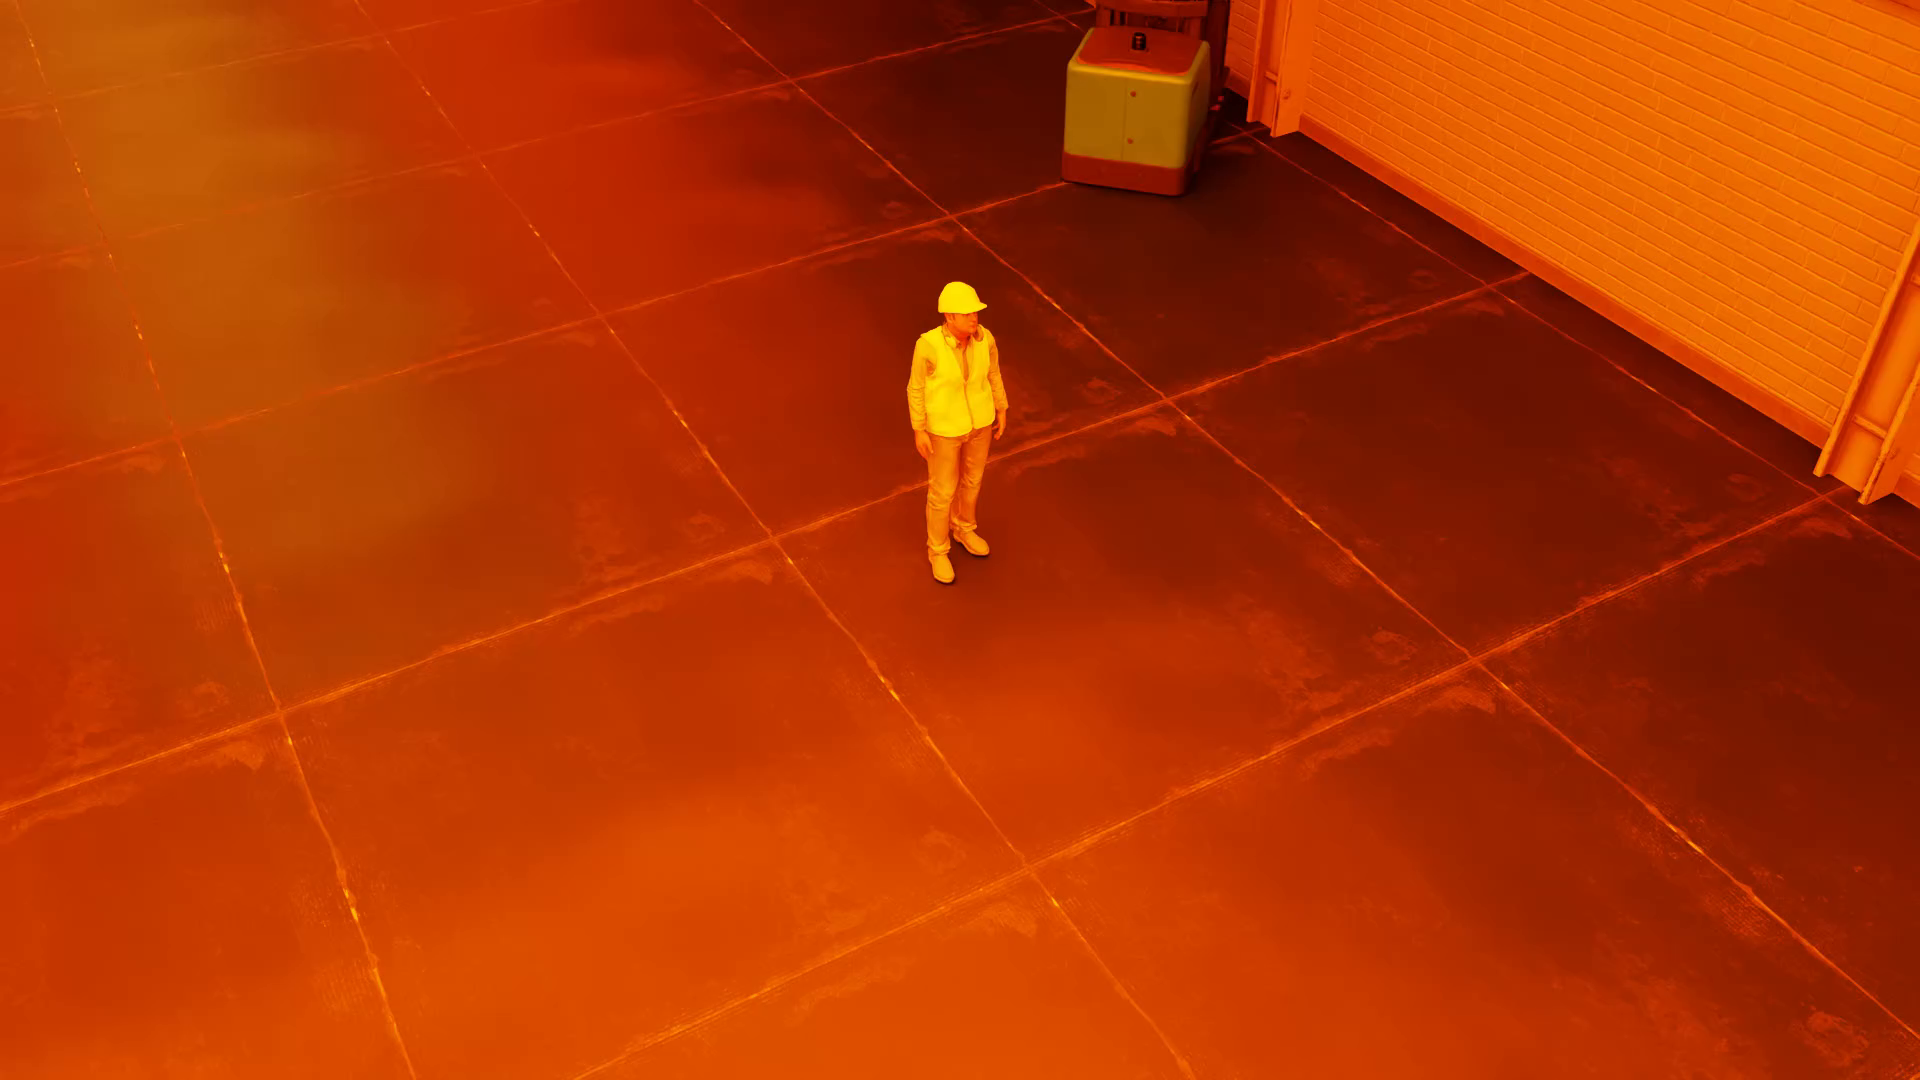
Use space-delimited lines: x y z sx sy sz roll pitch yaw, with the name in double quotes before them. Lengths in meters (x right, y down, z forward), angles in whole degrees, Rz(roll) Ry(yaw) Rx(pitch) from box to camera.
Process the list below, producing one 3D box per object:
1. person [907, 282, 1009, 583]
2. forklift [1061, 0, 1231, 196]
"person" 0.025 -0.652 9.716 0.634 1.775 0.566 -20 44 -23
"forklift" 1.762 -4.896 13.939 1.130 2.935 3.031 11 41 13
